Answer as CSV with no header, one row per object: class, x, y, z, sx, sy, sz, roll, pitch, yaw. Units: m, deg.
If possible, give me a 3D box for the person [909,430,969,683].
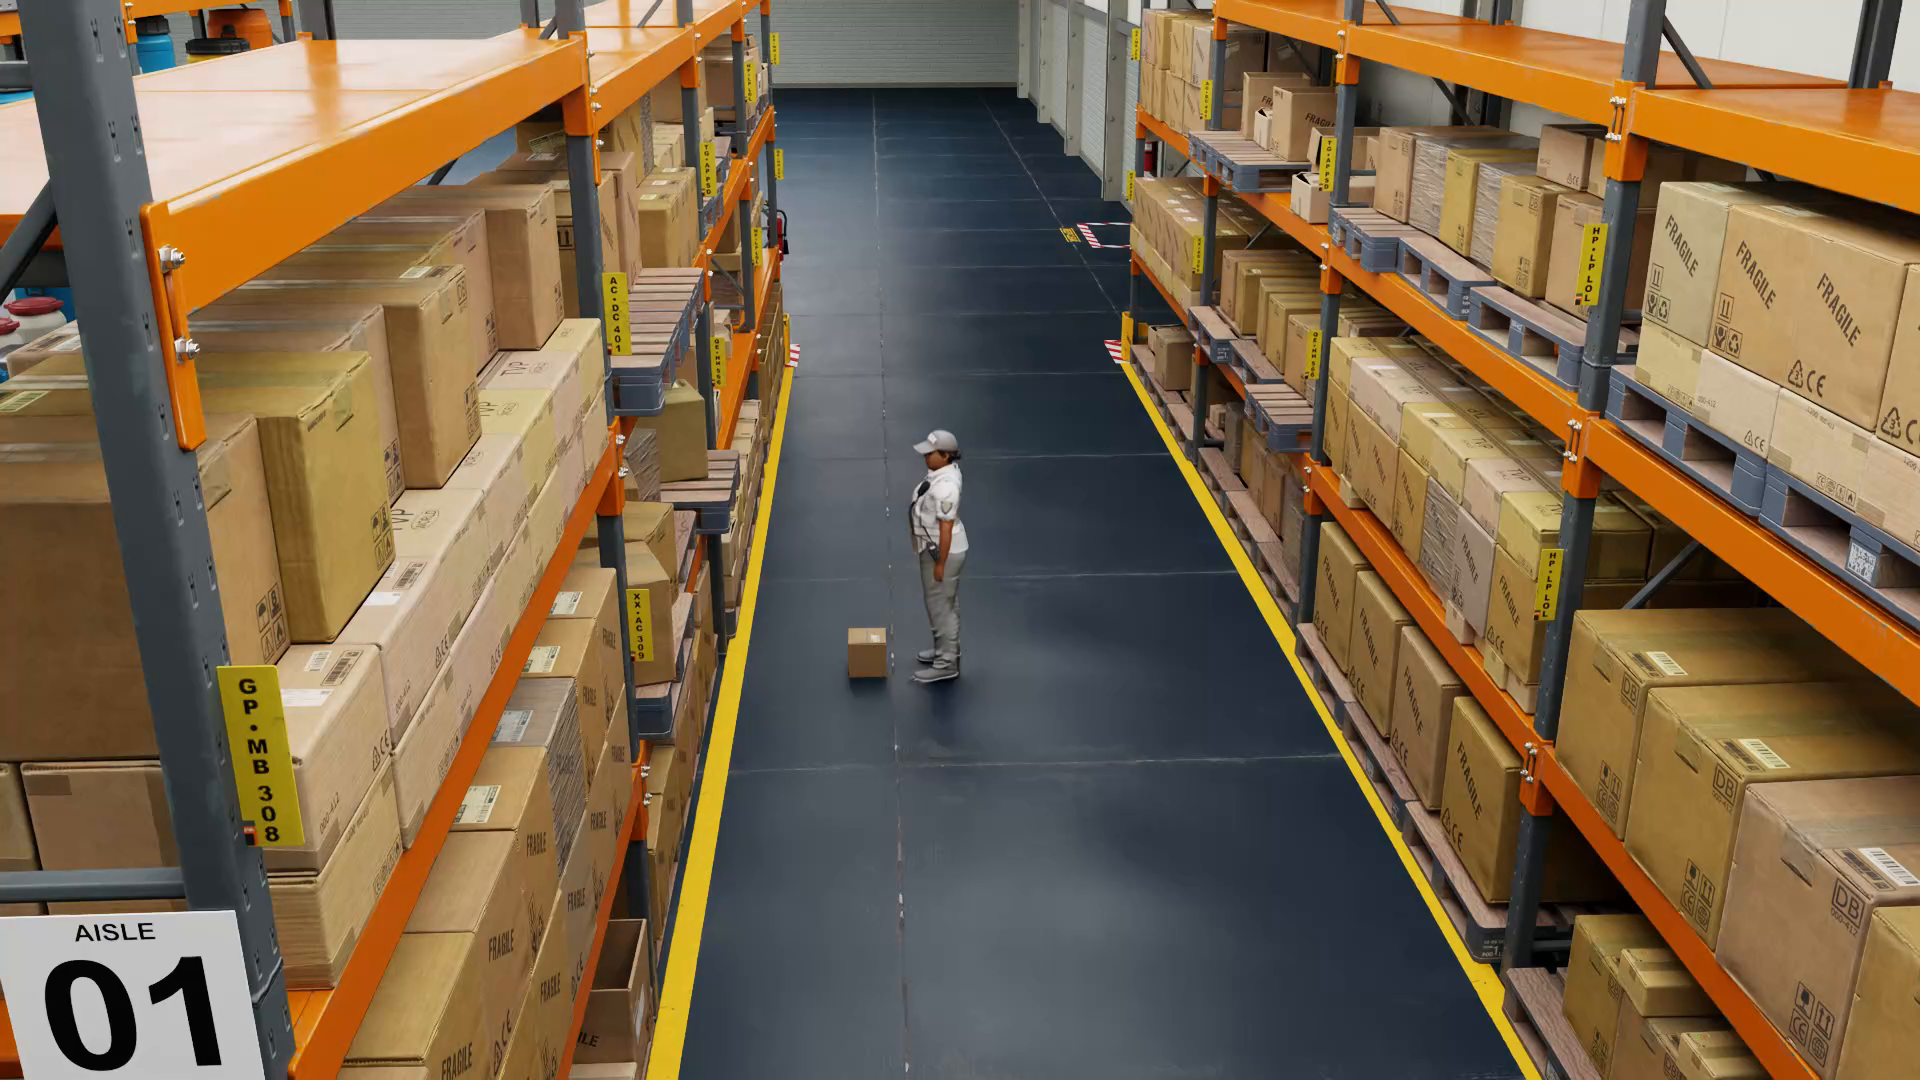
person,-0.139,0.090,10.834,0.387,1.672,0.475,-1,21,-2
